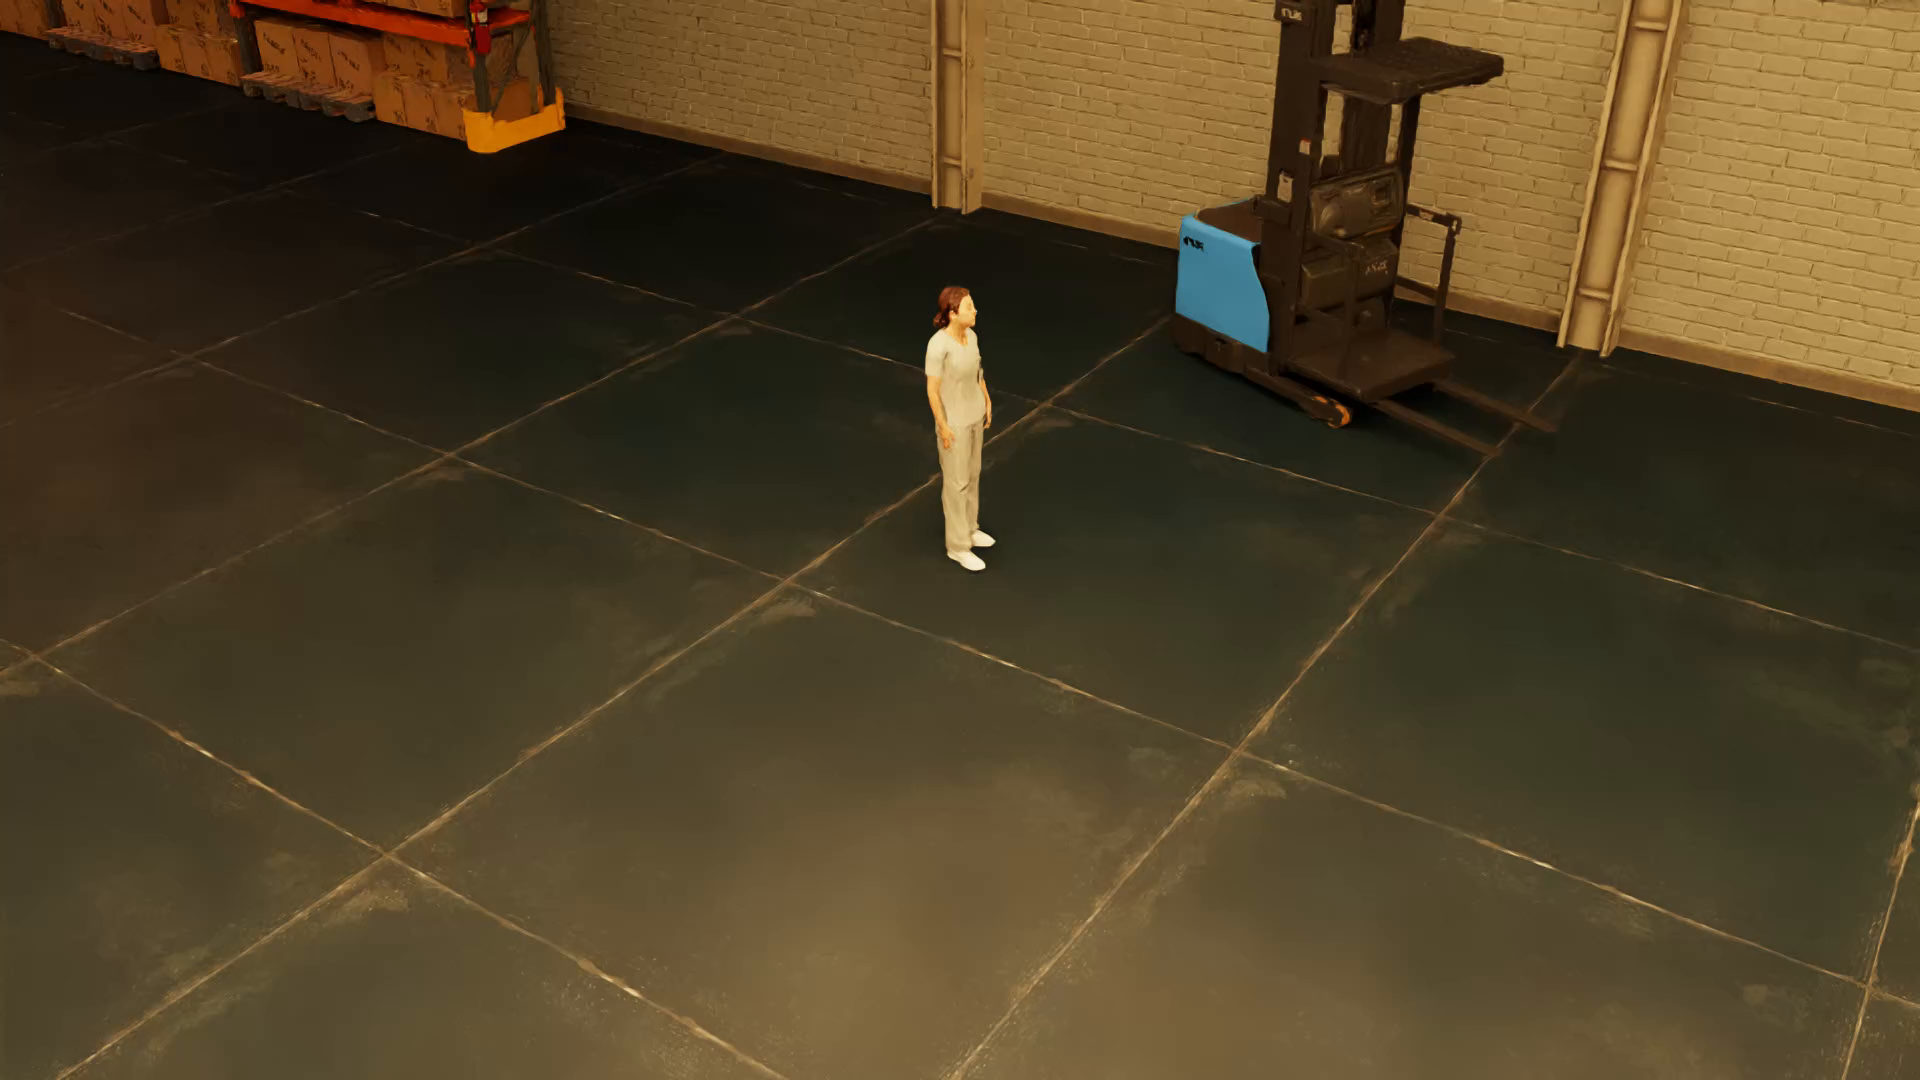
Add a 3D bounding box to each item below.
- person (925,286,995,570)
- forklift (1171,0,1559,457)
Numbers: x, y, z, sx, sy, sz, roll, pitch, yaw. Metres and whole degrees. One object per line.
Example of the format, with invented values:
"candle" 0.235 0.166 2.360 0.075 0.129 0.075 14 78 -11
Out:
"person" 0.054 -0.705 10.030 0.548 1.674 0.550 19 35 29
"forklift" 2.932 -2.341 11.613 1.130 2.935 3.031 -20 36 -31
